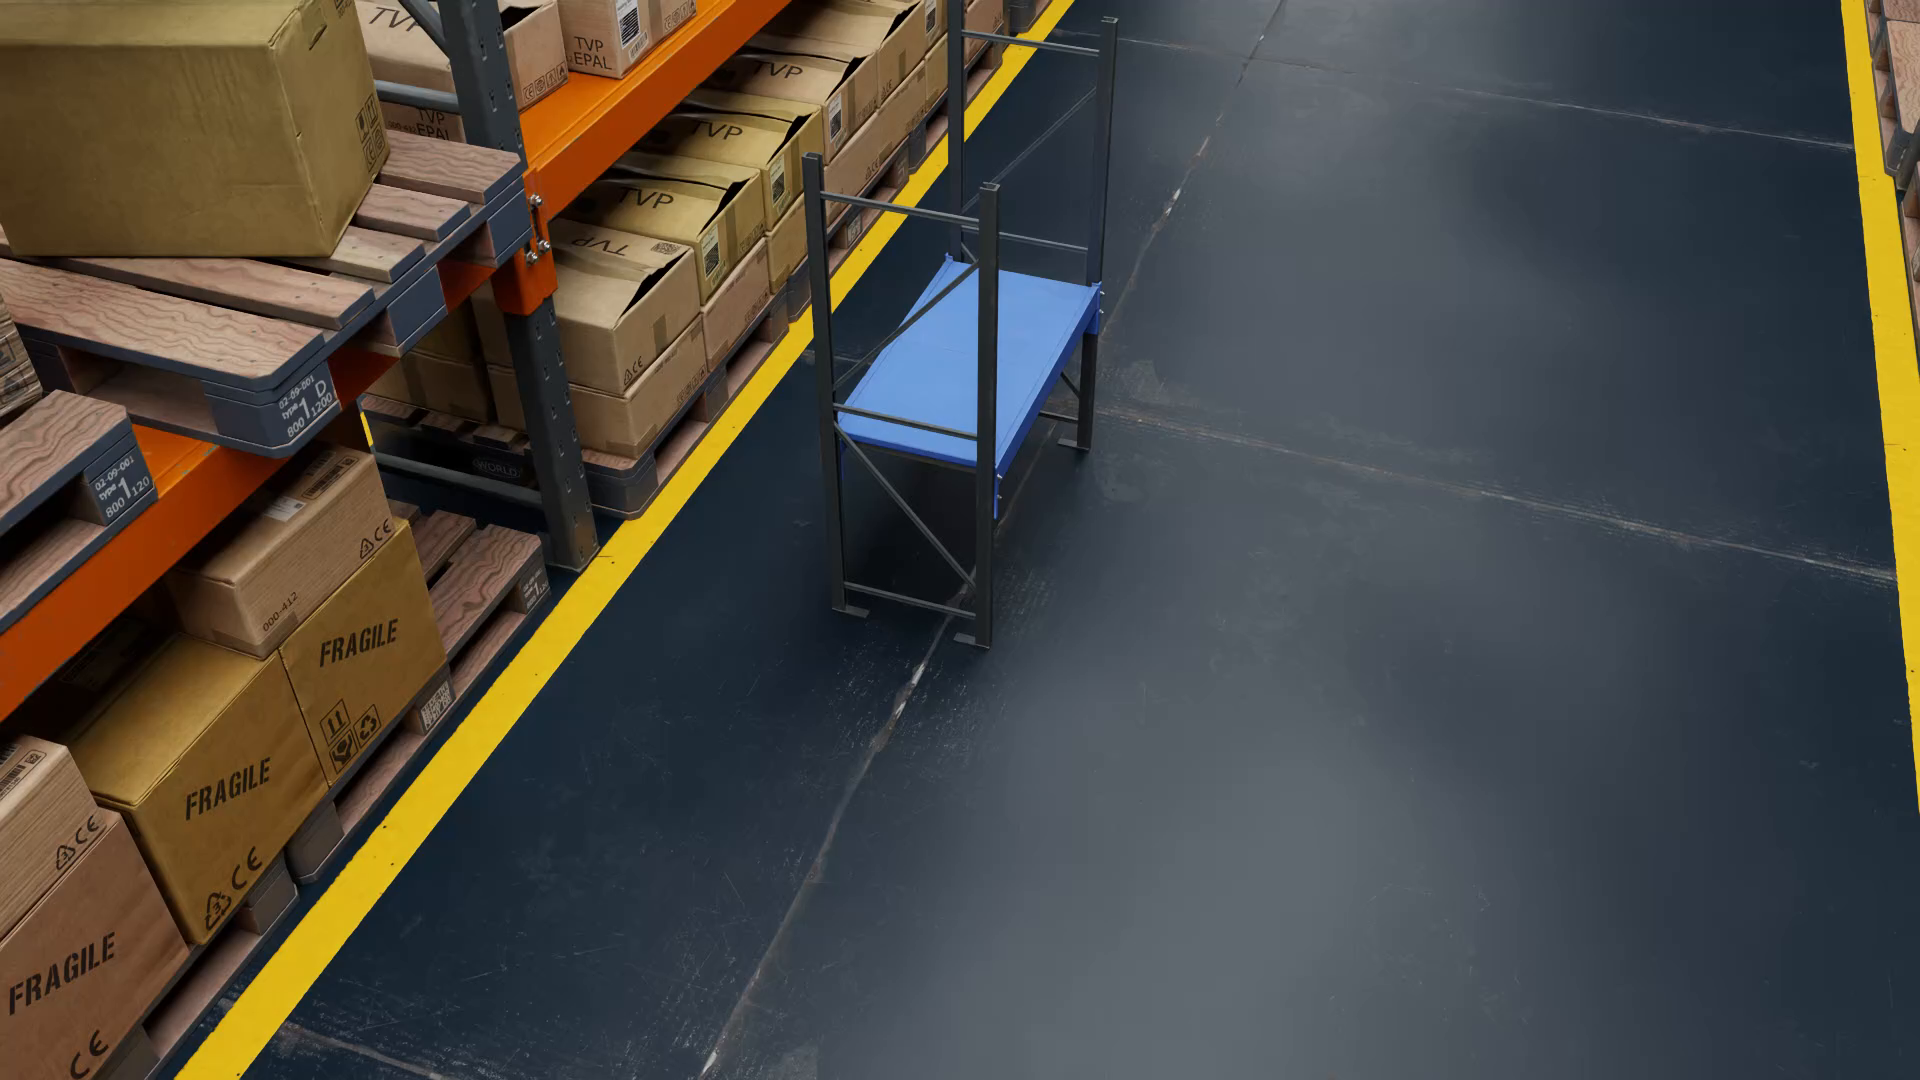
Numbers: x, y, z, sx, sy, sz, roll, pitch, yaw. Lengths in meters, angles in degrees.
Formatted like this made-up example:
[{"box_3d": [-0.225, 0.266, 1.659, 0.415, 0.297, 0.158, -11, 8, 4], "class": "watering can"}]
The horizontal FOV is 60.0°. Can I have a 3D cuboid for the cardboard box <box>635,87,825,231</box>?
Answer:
[{"box_3d": [-0.814, -1.395, 5.937, 0.500, 0.311, 0.500, 12, 42, 14], "class": "cardboard box"}]

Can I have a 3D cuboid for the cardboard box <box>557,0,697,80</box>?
[{"box_3d": [-1.129, -1.649, 4.941, 0.500, 0.311, 0.500, 13, 42, 15], "class": "cardboard box"}]

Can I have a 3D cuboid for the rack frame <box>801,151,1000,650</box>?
[{"box_3d": [-0.145, -0.313, 4.461, 0.500, 1.500, 0.032, 13, 42, 15], "class": "rack frame"}]

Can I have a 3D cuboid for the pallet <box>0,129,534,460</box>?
[{"box_3d": [-1.783, -0.679, 3.882, 1.213, 0.211, 1.003, 13, 42, 15], "class": "pallet"}]

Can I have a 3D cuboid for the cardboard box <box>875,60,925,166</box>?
[{"box_3d": [-0.468, -1.797, 6.840, 0.500, 0.250, 0.500, 14, 42, 16], "class": "cardboard box"}]

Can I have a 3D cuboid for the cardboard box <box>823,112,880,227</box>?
[{"box_3d": [-0.643, -1.487, 6.476, 0.500, 0.250, 0.500, 14, 42, 16], "class": "cardboard box"}]

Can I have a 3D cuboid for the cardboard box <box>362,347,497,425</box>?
[{"box_3d": [-1.666, -0.670, 5.519, 0.500, 0.250, 0.500, 14, 42, 16], "class": "cardboard box"}]

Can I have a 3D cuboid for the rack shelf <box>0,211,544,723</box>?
[{"box_3d": [-2.301, 0.313, 3.127, 1.077, 0.370, 4.000, 13, 42, 15], "class": "rack shelf"}]

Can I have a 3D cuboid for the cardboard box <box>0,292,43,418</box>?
[{"box_3d": [-2.219, -0.454, 3.071, 0.700, 0.500, 0.500, 21, 45, 23], "class": "cardboard box"}]

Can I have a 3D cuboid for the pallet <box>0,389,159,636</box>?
[{"box_3d": [-2.278, 0.079, 2.994, 1.003, 0.211, 1.213, 13, 42, 15], "class": "pallet"}]

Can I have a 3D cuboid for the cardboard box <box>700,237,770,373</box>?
[{"box_3d": [-0.991, -0.856, 5.737, 0.500, 0.250, 0.500, 12, 42, 14], "class": "cardboard box"}]

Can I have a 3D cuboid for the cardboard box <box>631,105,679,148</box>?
[{"box_3d": [-1.322, -1.508, 6.069, 0.500, 0.311, 0.500, 13, 42, 15], "class": "cardboard box"}]

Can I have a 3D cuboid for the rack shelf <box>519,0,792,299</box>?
[{"box_3d": [-0.933, -2.127, 5.986, 1.077, 0.370, 4.000, 13, 42, 15], "class": "rack shelf"}]

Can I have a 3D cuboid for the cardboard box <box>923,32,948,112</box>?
[{"box_3d": [-0.293, -2.109, 7.206, 0.500, 0.250, 0.500, 13, 42, 14], "class": "cardboard box"}]

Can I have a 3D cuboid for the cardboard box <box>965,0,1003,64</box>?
[{"box_3d": [-0.119, -2.417, 7.567, 0.500, 0.250, 0.500, 13, 42, 15], "class": "cardboard box"}]

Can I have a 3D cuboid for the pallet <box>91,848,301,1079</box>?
[{"box_3d": [-2.327, 1.069, 3.835, 1.003, 0.211, 1.213, 13, 42, 15], "class": "pallet"}]

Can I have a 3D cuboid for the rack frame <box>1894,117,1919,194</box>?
[{"box_3d": [4.407, -2.523, 5.897, 1.000, 3.000, 0.127, 13, 42, 15], "class": "rack frame"}]

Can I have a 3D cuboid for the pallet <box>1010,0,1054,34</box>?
[{"box_3d": [0.062, -3.036, 8.645, 1.003, 0.211, 1.213, 13, 42, 15], "class": "pallet"}]

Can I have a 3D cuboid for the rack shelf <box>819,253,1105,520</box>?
[{"box_3d": [0.029, -0.486, 4.941, 0.538, 0.185, 1.000, 13, 42, 15], "class": "rack shelf"}]

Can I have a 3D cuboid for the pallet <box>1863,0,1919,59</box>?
[{"box_3d": [5.019, -2.627, 8.166, 1.003, 0.211, 1.213, 13, 42, 15], "class": "pallet"}]

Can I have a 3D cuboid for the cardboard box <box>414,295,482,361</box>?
[{"box_3d": [-1.669, -0.882, 5.336, 0.500, 0.311, 0.500, 14, 43, 16], "class": "cardboard box"}]

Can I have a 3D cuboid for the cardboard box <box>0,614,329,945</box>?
[{"box_3d": [-1.894, 0.541, 3.892, 0.500, 0.500, 0.500, 12, 42, 14], "class": "cardboard box"}]

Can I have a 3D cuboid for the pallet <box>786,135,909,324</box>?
[{"box_3d": [-0.880, -1.355, 6.676, 1.003, 0.211, 1.213, 13, 42, 15], "class": "pallet"}]

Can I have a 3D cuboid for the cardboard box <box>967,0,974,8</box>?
[{"box_3d": [-0.118, -2.637, 7.393, 0.500, 0.311, 0.500, 13, 42, 15], "class": "cardboard box"}]

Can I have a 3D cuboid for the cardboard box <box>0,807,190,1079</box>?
[{"box_3d": [-2.067, 0.862, 3.515, 0.500, 0.500, 0.500, 12, 42, 13], "class": "cardboard box"}]

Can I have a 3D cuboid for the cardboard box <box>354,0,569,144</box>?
[{"box_3d": [-1.452, -1.359, 4.601, 0.500, 0.311, 0.500, 16, 43, 18], "class": "cardboard box"}]

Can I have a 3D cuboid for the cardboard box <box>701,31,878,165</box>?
[{"box_3d": [-0.638, -1.709, 6.305, 0.500, 0.311, 0.500, 13, 42, 15], "class": "cardboard box"}]

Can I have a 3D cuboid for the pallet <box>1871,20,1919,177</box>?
[{"box_3d": [4.604, -1.880, 7.291, 1.003, 0.211, 1.213, 13, 42, 15], "class": "pallet"}]

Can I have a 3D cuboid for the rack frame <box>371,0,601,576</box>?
[{"box_3d": [-1.617, -1.181, 4.323, 1.000, 3.000, 0.127, 13, 42, 15], "class": "rack frame"}]

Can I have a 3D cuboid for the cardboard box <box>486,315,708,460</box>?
[{"box_3d": [-1.162, -0.549, 5.377, 0.500, 0.250, 0.500, 13, 42, 15], "class": "cardboard box"}]

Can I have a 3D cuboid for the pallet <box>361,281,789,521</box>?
[{"box_3d": [-1.299, -0.613, 5.806, 1.003, 0.211, 1.213, 13, 42, 15], "class": "pallet"}]

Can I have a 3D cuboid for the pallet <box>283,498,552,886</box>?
[{"box_3d": [-1.908, 0.327, 4.704, 1.003, 0.211, 1.213, 13, 42, 15], "class": "pallet"}]

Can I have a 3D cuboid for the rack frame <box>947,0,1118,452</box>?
[{"box_3d": [0.203, -0.933, 5.188, 0.500, 1.500, 0.032, 13, 42, 15], "class": "rack frame"}]

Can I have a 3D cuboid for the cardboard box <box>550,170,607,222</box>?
[{"box_3d": [-1.498, -1.200, 5.709, 0.500, 0.311, 0.500, 13, 42, 14], "class": "cardboard box"}]

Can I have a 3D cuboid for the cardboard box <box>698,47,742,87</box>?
[{"box_3d": [-1.149, -1.813, 6.427, 0.500, 0.311, 0.500, 14, 43, 16], "class": "cardboard box"}]

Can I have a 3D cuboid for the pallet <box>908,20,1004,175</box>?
[{"box_3d": [-0.464, -2.102, 7.551, 1.003, 0.211, 1.213, 13, 42, 15], "class": "pallet"}]

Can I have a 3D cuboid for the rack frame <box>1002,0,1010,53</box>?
[{"box_3d": [-0.249, -3.621, 7.183, 1.000, 3.000, 0.127, 13, 42, 15], "class": "rack frame"}]

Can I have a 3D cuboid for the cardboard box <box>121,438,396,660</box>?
[{"box_3d": [-1.732, -0.025, 3.977, 0.500, 0.250, 0.500, 15, 43, 17], "class": "cardboard box"}]

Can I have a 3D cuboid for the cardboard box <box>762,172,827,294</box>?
[{"box_3d": [-0.819, -1.174, 6.110, 0.500, 0.250, 0.500, 12, 42, 14], "class": "cardboard box"}]

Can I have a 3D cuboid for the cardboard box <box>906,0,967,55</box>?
[{"box_3d": [-0.290, -2.318, 7.019, 0.500, 0.311, 0.500, 14, 43, 16], "class": "cardboard box"}]

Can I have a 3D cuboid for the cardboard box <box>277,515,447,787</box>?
[{"box_3d": [-1.716, 0.225, 4.262, 0.500, 0.500, 0.500, 15, 43, 17], "class": "cardboard box"}]

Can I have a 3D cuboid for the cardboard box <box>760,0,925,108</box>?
[{"box_3d": [-0.463, -2.014, 6.663, 0.500, 0.311, 0.500, 13, 42, 15], "class": "cardboard box"}]

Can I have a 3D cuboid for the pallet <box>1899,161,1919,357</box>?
[{"box_3d": [4.142, -0.987, 6.245, 1.003, 0.211, 1.213, 13, 42, 15], "class": "pallet"}]

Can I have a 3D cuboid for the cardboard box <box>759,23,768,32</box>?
[{"box_3d": [-0.977, -2.131, 6.799, 0.500, 0.311, 0.500, 12, 42, 14], "class": "cardboard box"}]

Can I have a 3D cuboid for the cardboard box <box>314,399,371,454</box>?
[{"box_3d": [-2.041, -0.183, 4.740, 0.500, 0.500, 0.500, 15, 43, 17], "class": "cardboard box"}]

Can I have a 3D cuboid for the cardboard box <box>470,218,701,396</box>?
[{"box_3d": [-1.162, -0.762, 5.195, 0.500, 0.311, 0.500, 15, 43, 17], "class": "cardboard box"}]

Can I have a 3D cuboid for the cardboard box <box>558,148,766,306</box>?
[{"box_3d": [-0.990, -1.084, 5.573, 0.500, 0.311, 0.500, 12, 42, 14], "class": "cardboard box"}]

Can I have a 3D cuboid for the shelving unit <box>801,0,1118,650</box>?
[{"box_3d": [0.029, -0.623, 4.824, 0.538, 1.500, 1.048, 13, 42, 15], "class": "shelving unit"}]

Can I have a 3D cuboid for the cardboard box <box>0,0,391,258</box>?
[{"box_3d": [-1.726, -0.970, 3.675, 0.700, 0.500, 0.500, 0, 40, 0], "class": "cardboard box"}]

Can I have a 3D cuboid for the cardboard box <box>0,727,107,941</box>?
[{"box_3d": [-2.077, 0.600, 3.245, 0.500, 0.250, 0.500, 13, 42, 14], "class": "cardboard box"}]
